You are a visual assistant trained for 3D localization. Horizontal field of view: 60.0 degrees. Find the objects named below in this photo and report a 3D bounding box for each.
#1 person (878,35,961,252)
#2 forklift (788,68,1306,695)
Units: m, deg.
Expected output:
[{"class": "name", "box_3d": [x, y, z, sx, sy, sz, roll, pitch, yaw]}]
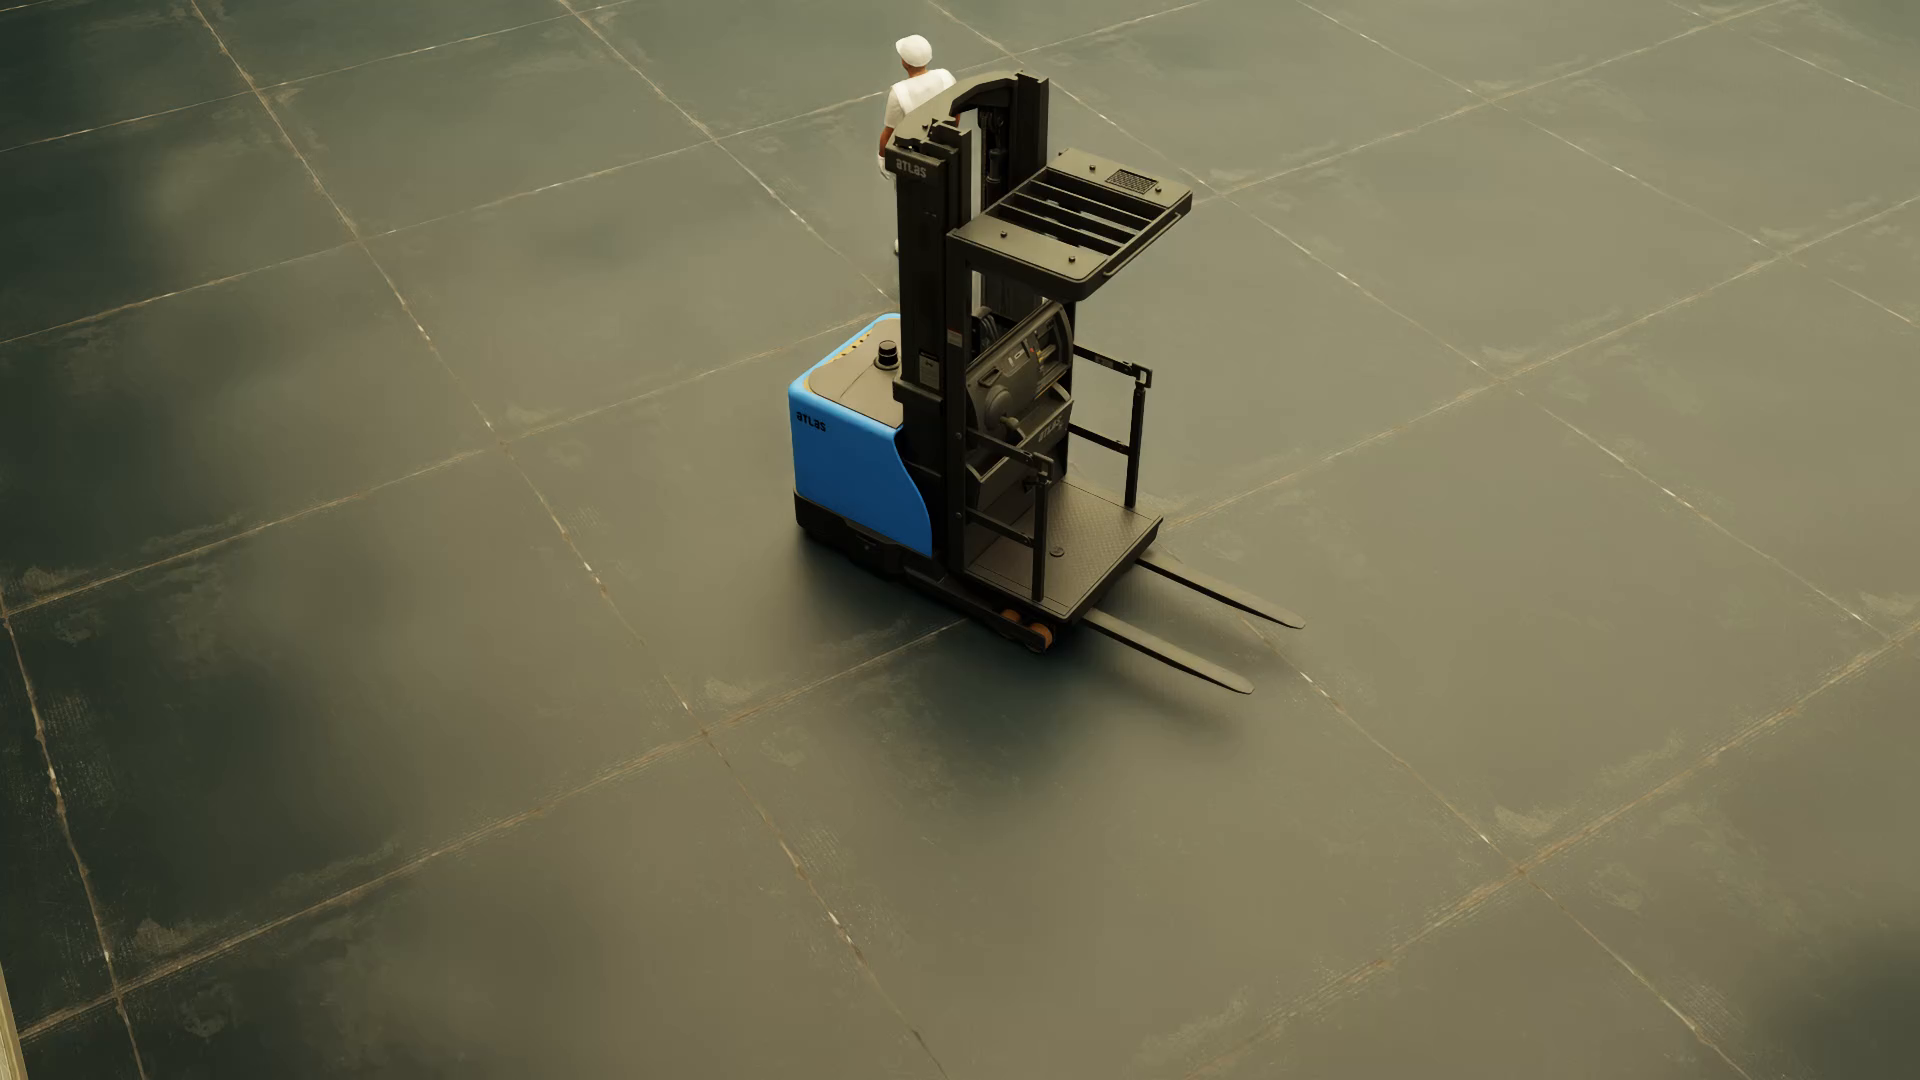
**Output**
[{"class": "person", "box_3d": [-0.327, -2.841, 11.985, 0.654, 1.785, 0.565, -21, 45, -22]}, {"class": "forklift", "box_3d": [0.496, -0.872, 8.869, 3.031, 2.935, 1.130, 25, 47, 26]}]
